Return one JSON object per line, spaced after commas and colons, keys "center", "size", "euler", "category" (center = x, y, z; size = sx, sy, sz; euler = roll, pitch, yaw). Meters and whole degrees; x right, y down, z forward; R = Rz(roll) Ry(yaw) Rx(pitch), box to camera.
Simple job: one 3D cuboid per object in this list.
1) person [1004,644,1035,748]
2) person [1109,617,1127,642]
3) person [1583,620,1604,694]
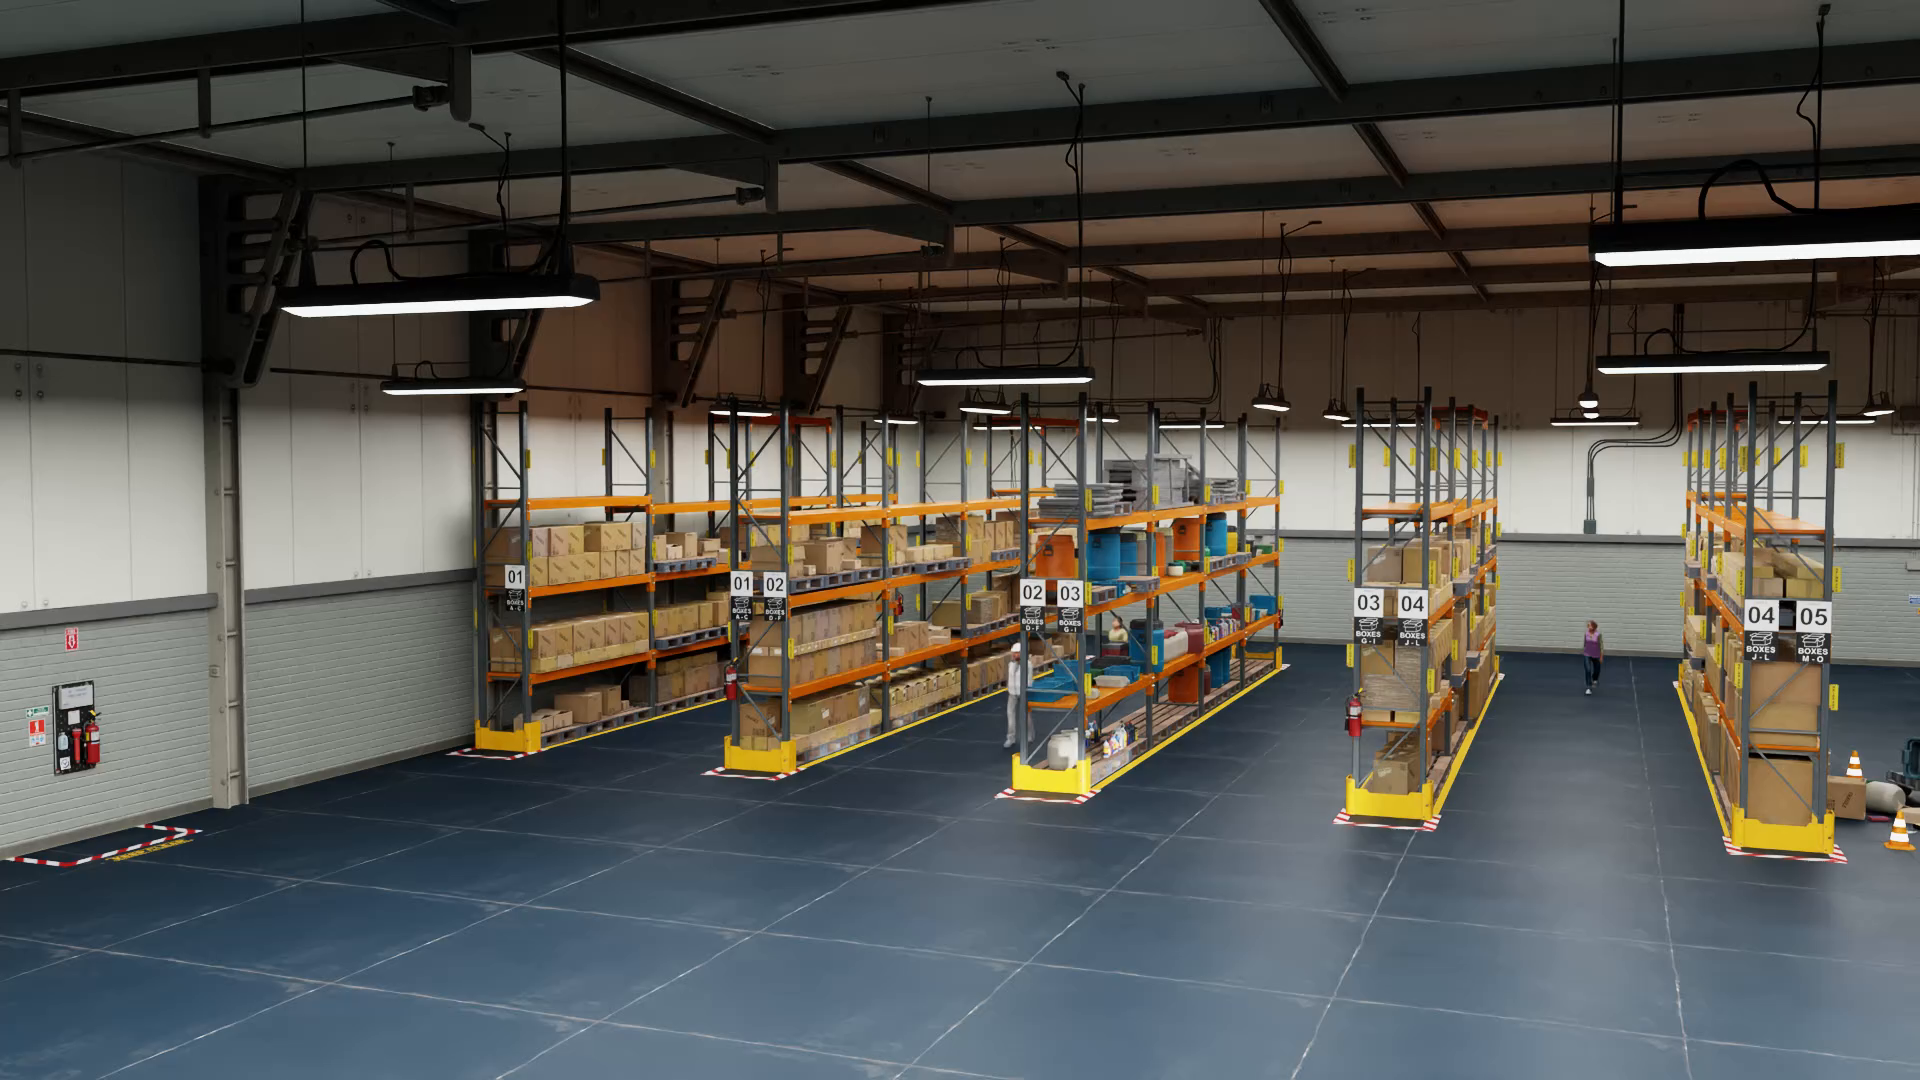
{"center": [1.026, 2.706, 29.128], "size": [0.565, 1.777, 0.814], "euler": [2, 3, 32], "category": "person"}
{"center": [3.342, 2.451, 35.537], "size": [0.464, 1.603, 1.064], "euler": [1, 3, 22], "category": "person"}
{"center": [13.526, 2.478, 35.518], "size": [0.416, 1.563, 0.768], "euler": [1, 3, 19], "category": "person"}
